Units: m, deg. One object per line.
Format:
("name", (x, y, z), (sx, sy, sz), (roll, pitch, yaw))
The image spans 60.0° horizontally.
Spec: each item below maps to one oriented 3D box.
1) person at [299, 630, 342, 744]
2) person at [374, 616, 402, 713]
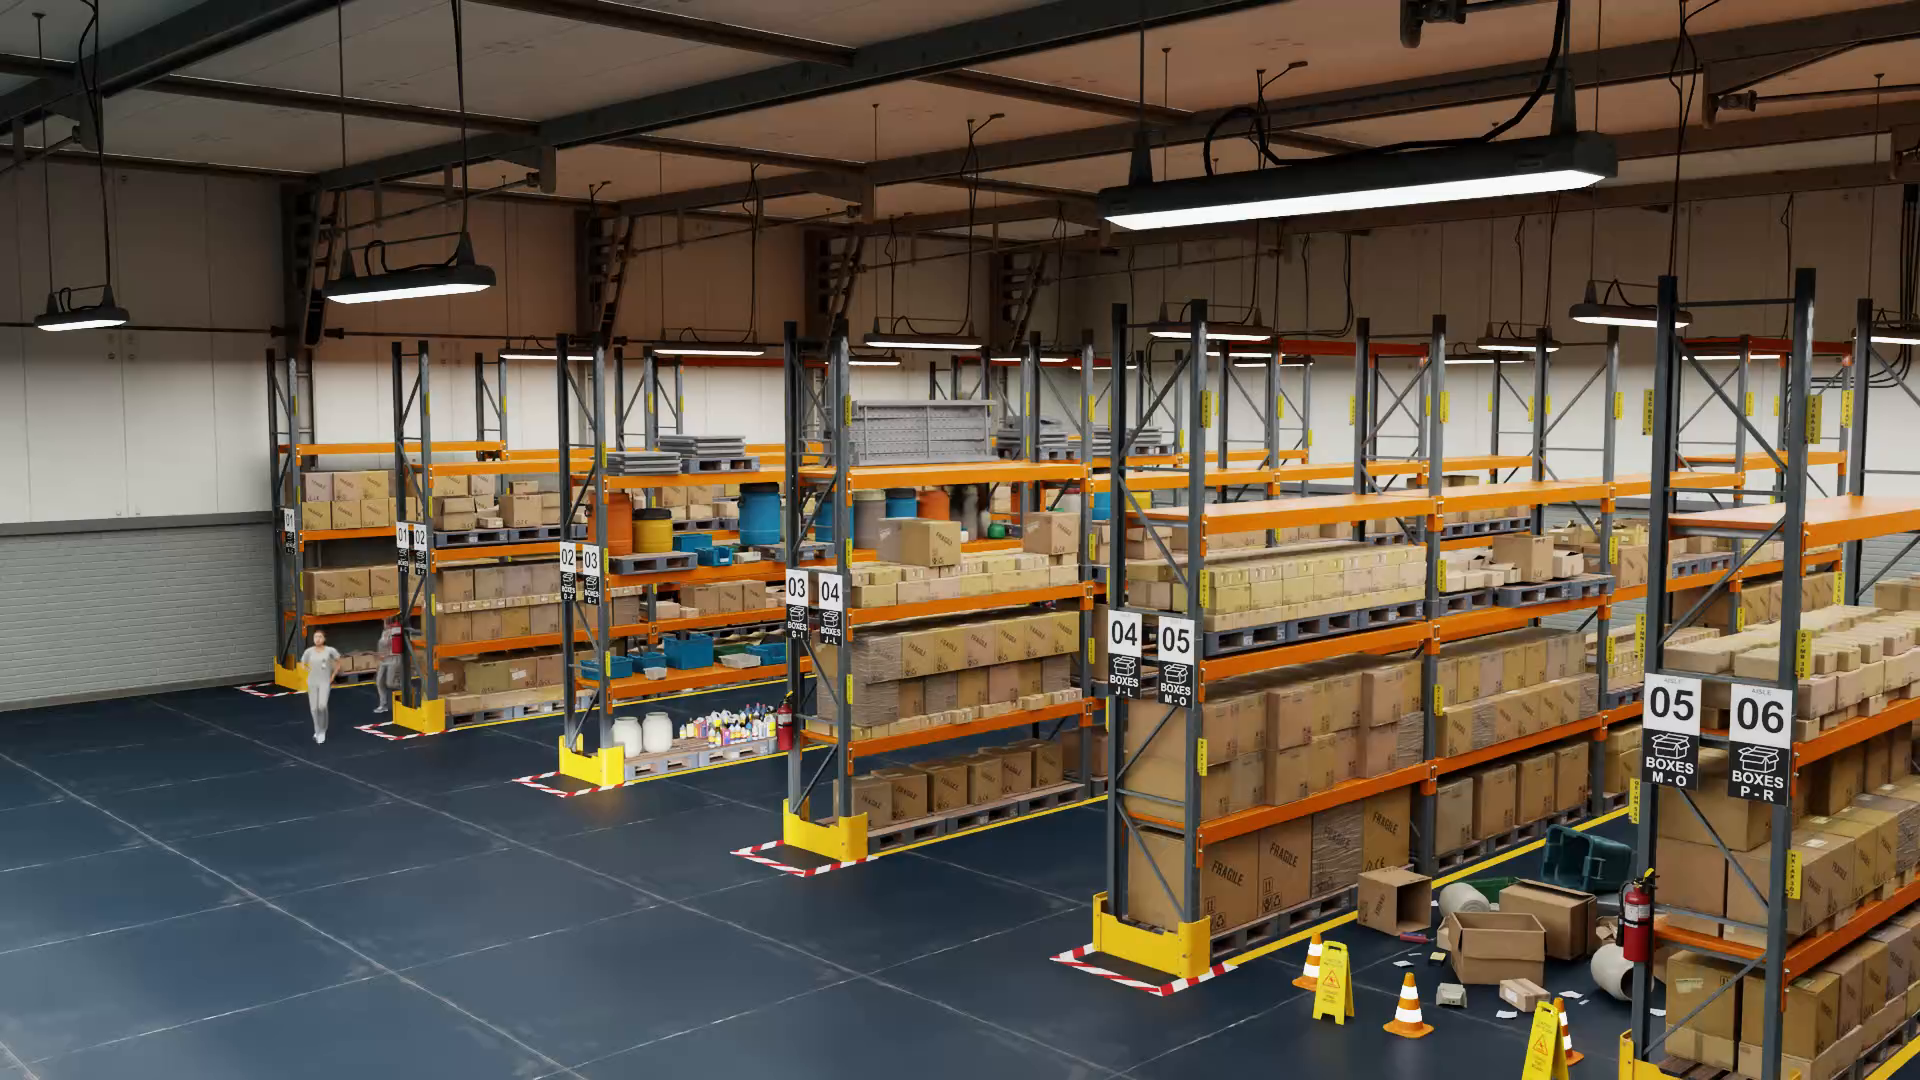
("person", (-9.569, 2.184, 24.851), (0.572, 1.695, 0.624), (0, 5, -5))
("person", (-9.341, 2.028, 27.253), (0.566, 1.563, 0.707), (4, 6, 37))
